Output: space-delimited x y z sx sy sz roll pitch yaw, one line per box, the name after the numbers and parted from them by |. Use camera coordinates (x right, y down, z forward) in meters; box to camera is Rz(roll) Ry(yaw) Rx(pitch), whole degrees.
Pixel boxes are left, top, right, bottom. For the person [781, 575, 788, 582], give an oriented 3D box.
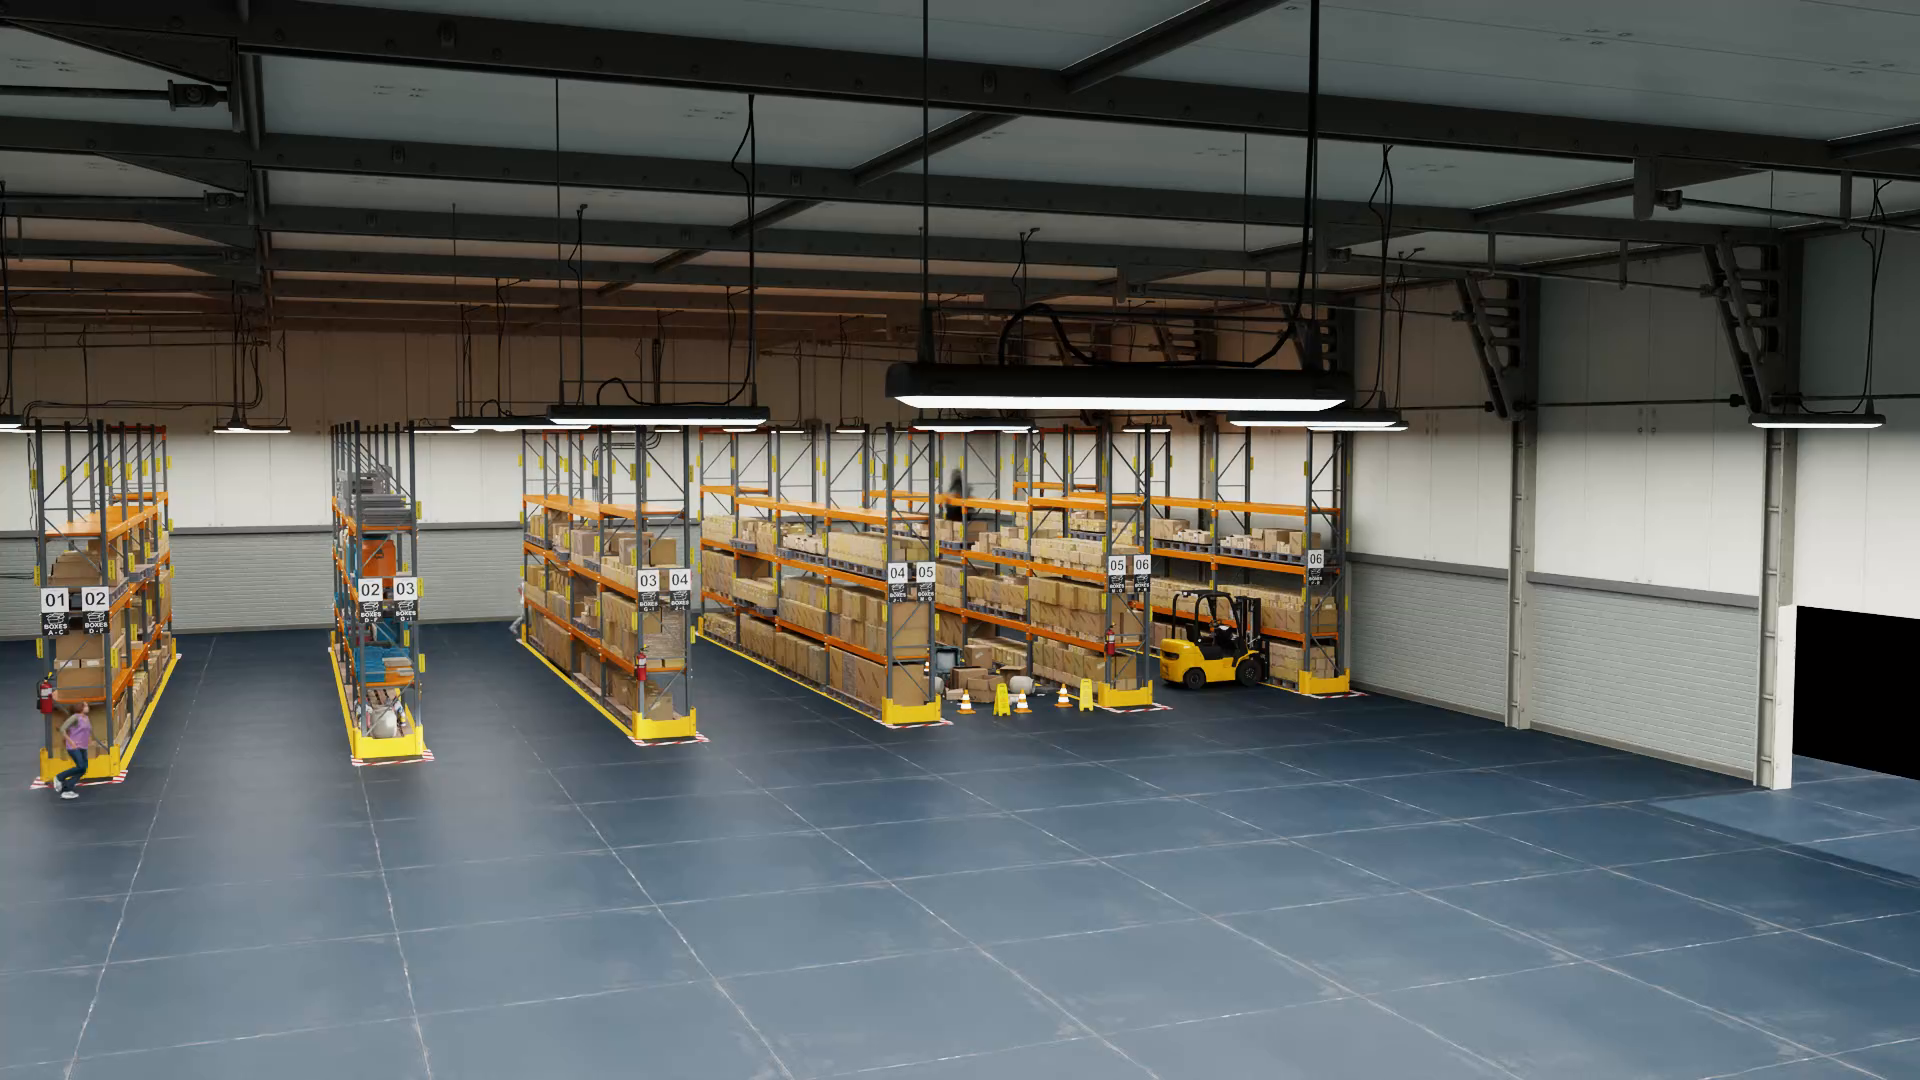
-5.042 1.861 48.199 0.699 1.717 0.581 -2 4 -28 | person

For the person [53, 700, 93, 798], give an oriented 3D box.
-14.068 3.313 26.478 0.522 1.504 0.584 0 4 4 | person

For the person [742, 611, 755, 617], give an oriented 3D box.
-6.211 1.809 49.243 0.535 1.731 0.711 2 4 26 | person

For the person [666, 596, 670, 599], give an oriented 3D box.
-8.517 1.814 48.864 0.635 1.760 0.791 -1 4 -23 | person

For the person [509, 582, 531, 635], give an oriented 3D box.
-12.424 1.872 47.545 0.929 1.839 0.683 -1 4 -9 | person
